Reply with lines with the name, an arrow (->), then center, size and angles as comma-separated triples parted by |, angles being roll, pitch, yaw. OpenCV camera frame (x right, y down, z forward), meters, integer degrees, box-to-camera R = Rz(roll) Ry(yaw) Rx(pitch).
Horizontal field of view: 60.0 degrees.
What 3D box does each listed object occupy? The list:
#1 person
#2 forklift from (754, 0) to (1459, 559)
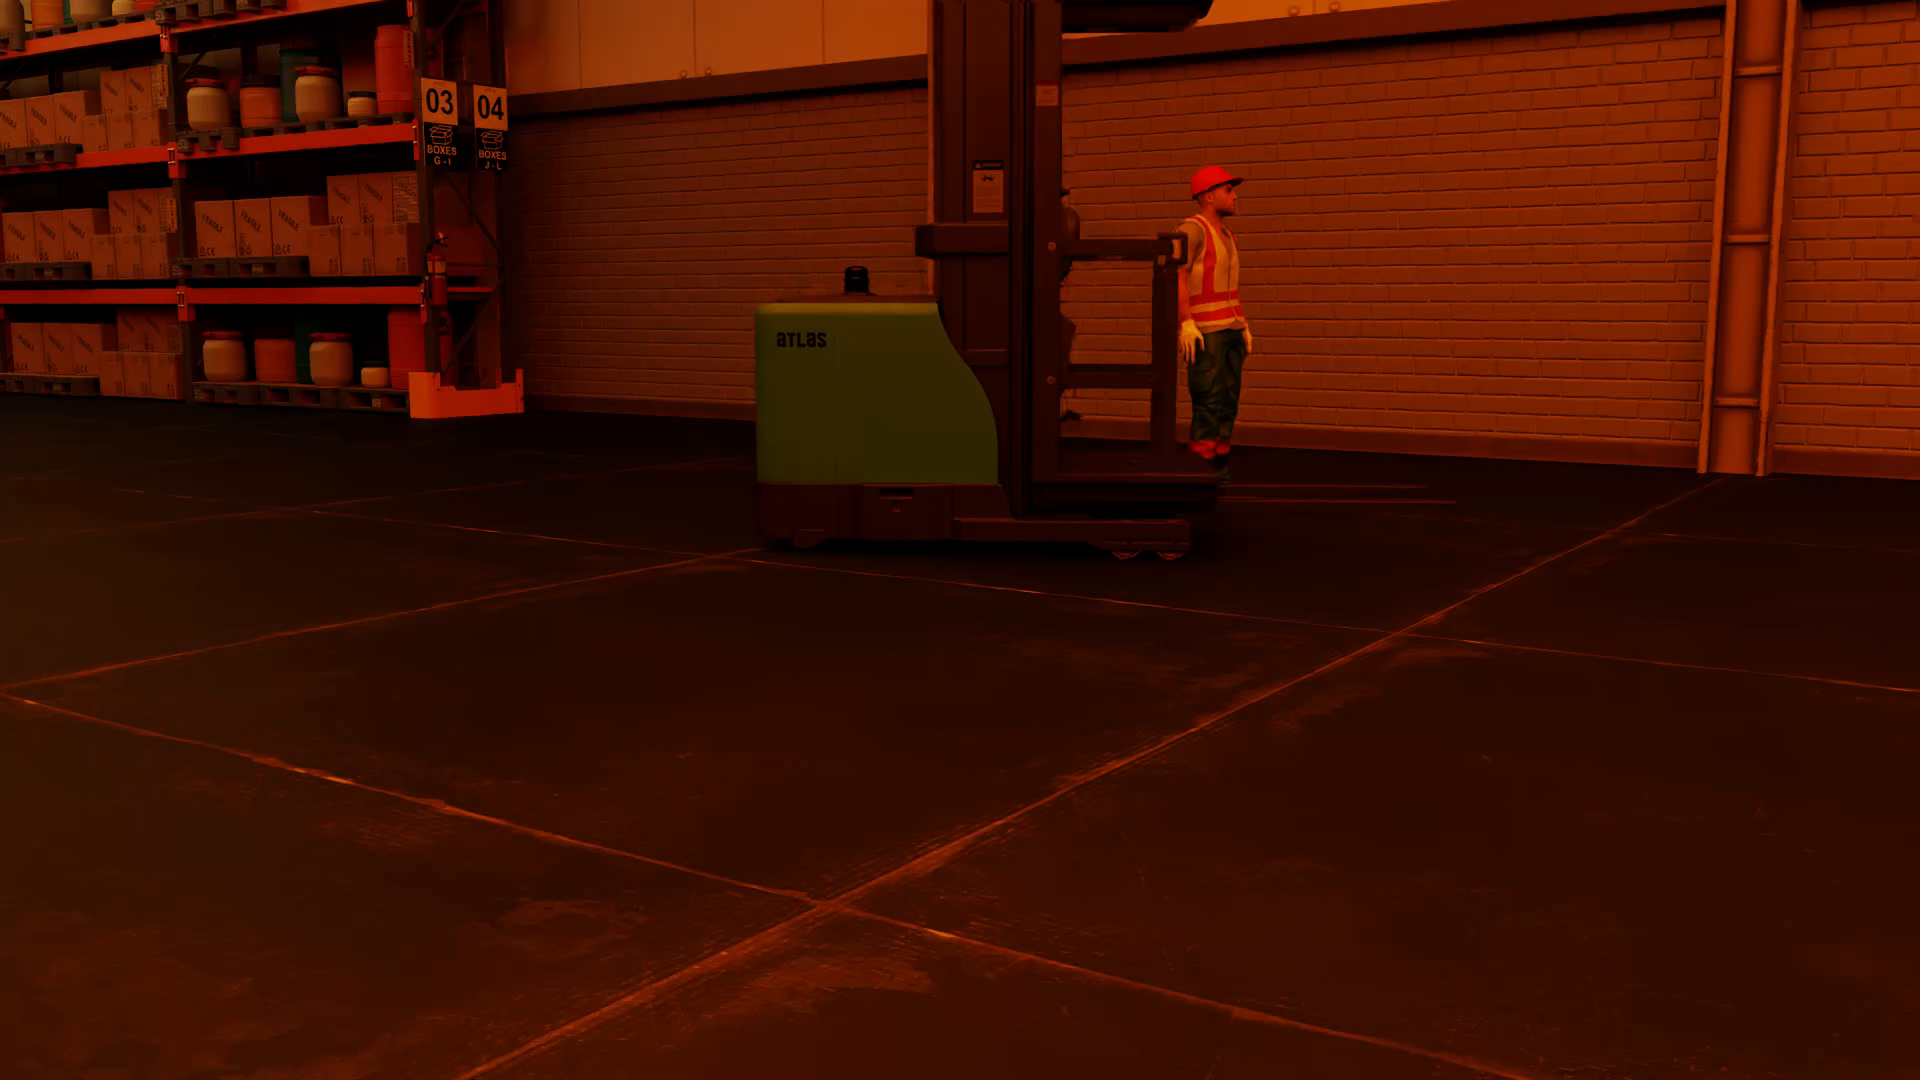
person -> 1.401, -1.079, 8.829 | 0.521, 1.795, 0.660 | 6, 10, 36
forklift -> 0.646, -1.447, 7.368 | 3.031, 2.935, 1.130 | 1, 8, 4
